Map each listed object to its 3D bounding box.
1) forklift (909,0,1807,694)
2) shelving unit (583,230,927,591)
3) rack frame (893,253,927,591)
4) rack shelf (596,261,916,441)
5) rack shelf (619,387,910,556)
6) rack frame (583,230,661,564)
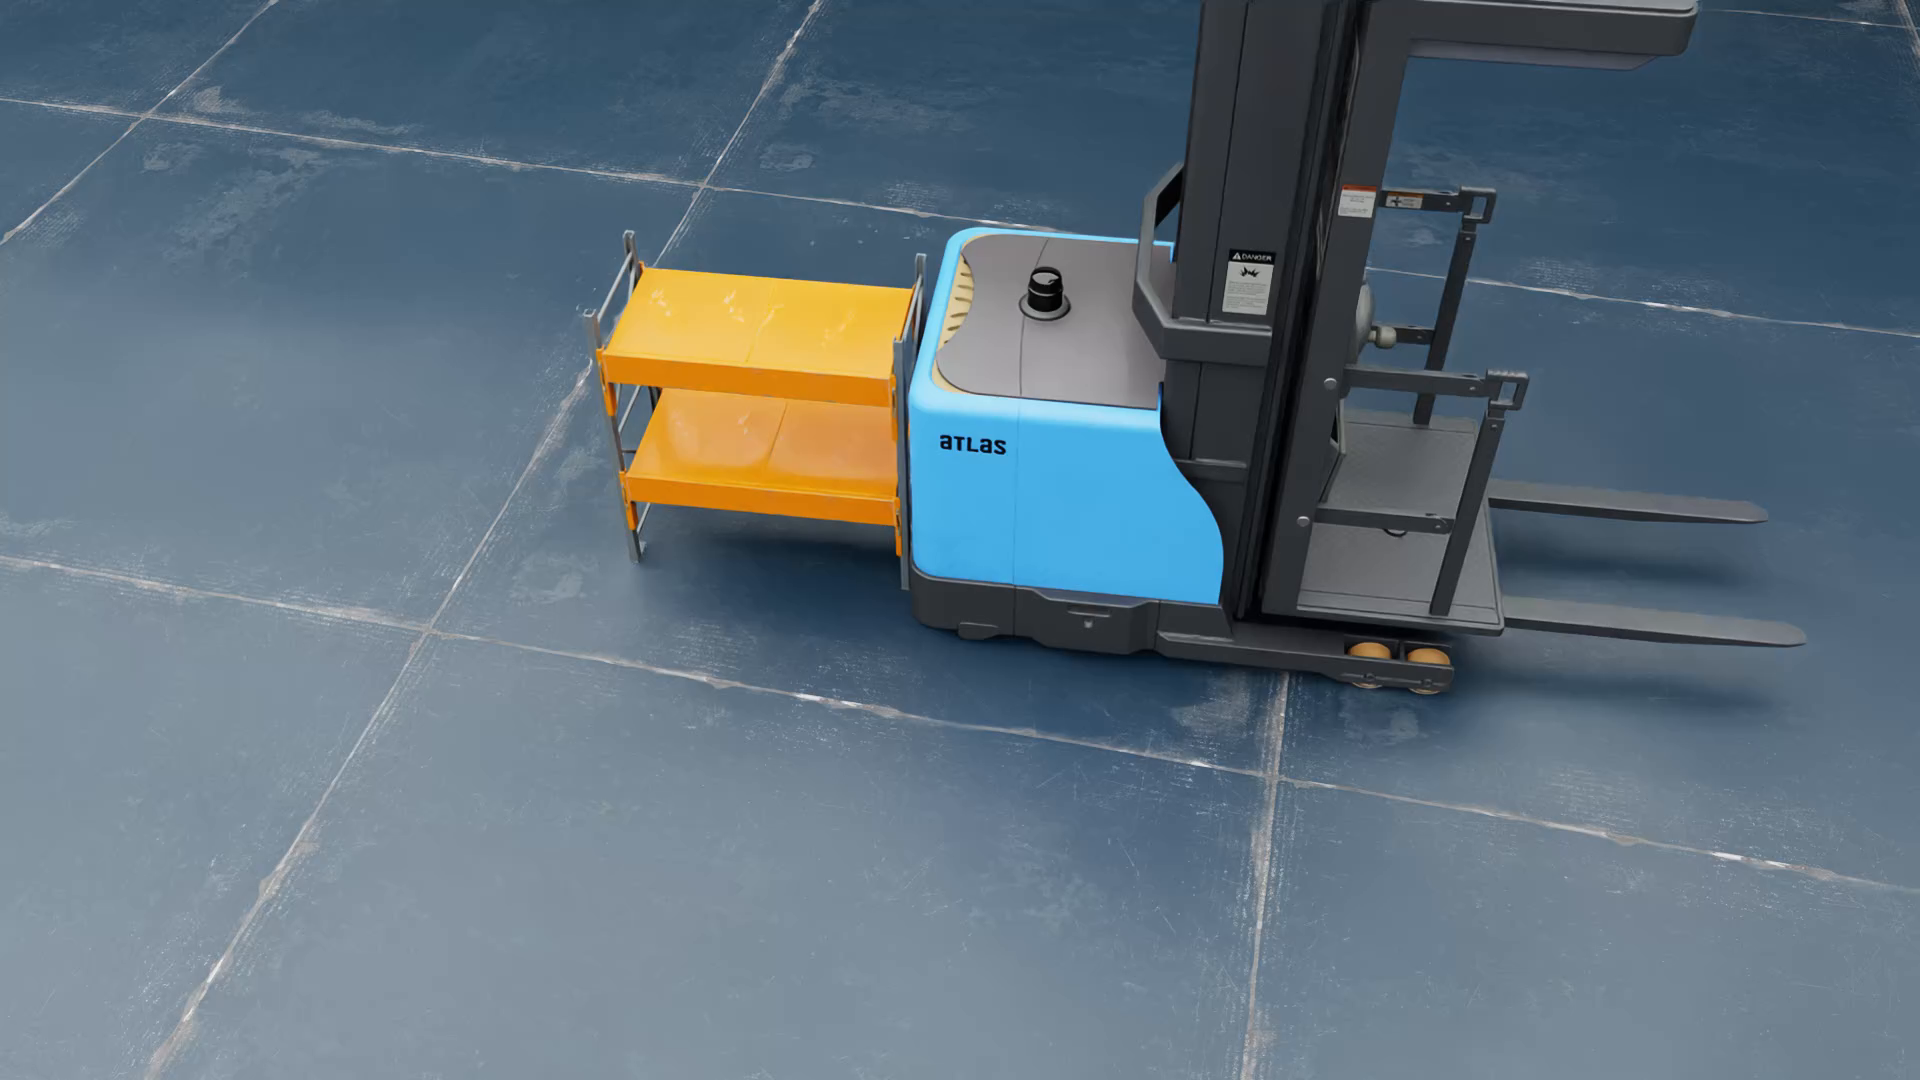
[{"bbox_3d":[1.384,-0.923,5.095,3.031,2.935,1.130,5,44,6],"label":"forklift"},{"bbox_3d":[-0.668,-0.442,5.898,1.048,1.125,0.538,5,44,6],"label":"shelving unit"},{"bbox_3d":[-0.165,-0.394,5.848,0.032,1.125,0.500,5,44,6],"label":"rack frame"},{"bbox_3d":[-0.668,-0.653,5.695,1.000,0.278,0.538,5,44,6],"label":"rack shelf"},{"bbox_3d":[-0.668,-0.266,6.068,1.000,0.278,0.538,5,44,6],"label":"rack shelf"},{"bbox_3d":[-1.172,-0.491,5.949,0.032,1.125,0.500,5,44,6],"label":"rack frame"}]
